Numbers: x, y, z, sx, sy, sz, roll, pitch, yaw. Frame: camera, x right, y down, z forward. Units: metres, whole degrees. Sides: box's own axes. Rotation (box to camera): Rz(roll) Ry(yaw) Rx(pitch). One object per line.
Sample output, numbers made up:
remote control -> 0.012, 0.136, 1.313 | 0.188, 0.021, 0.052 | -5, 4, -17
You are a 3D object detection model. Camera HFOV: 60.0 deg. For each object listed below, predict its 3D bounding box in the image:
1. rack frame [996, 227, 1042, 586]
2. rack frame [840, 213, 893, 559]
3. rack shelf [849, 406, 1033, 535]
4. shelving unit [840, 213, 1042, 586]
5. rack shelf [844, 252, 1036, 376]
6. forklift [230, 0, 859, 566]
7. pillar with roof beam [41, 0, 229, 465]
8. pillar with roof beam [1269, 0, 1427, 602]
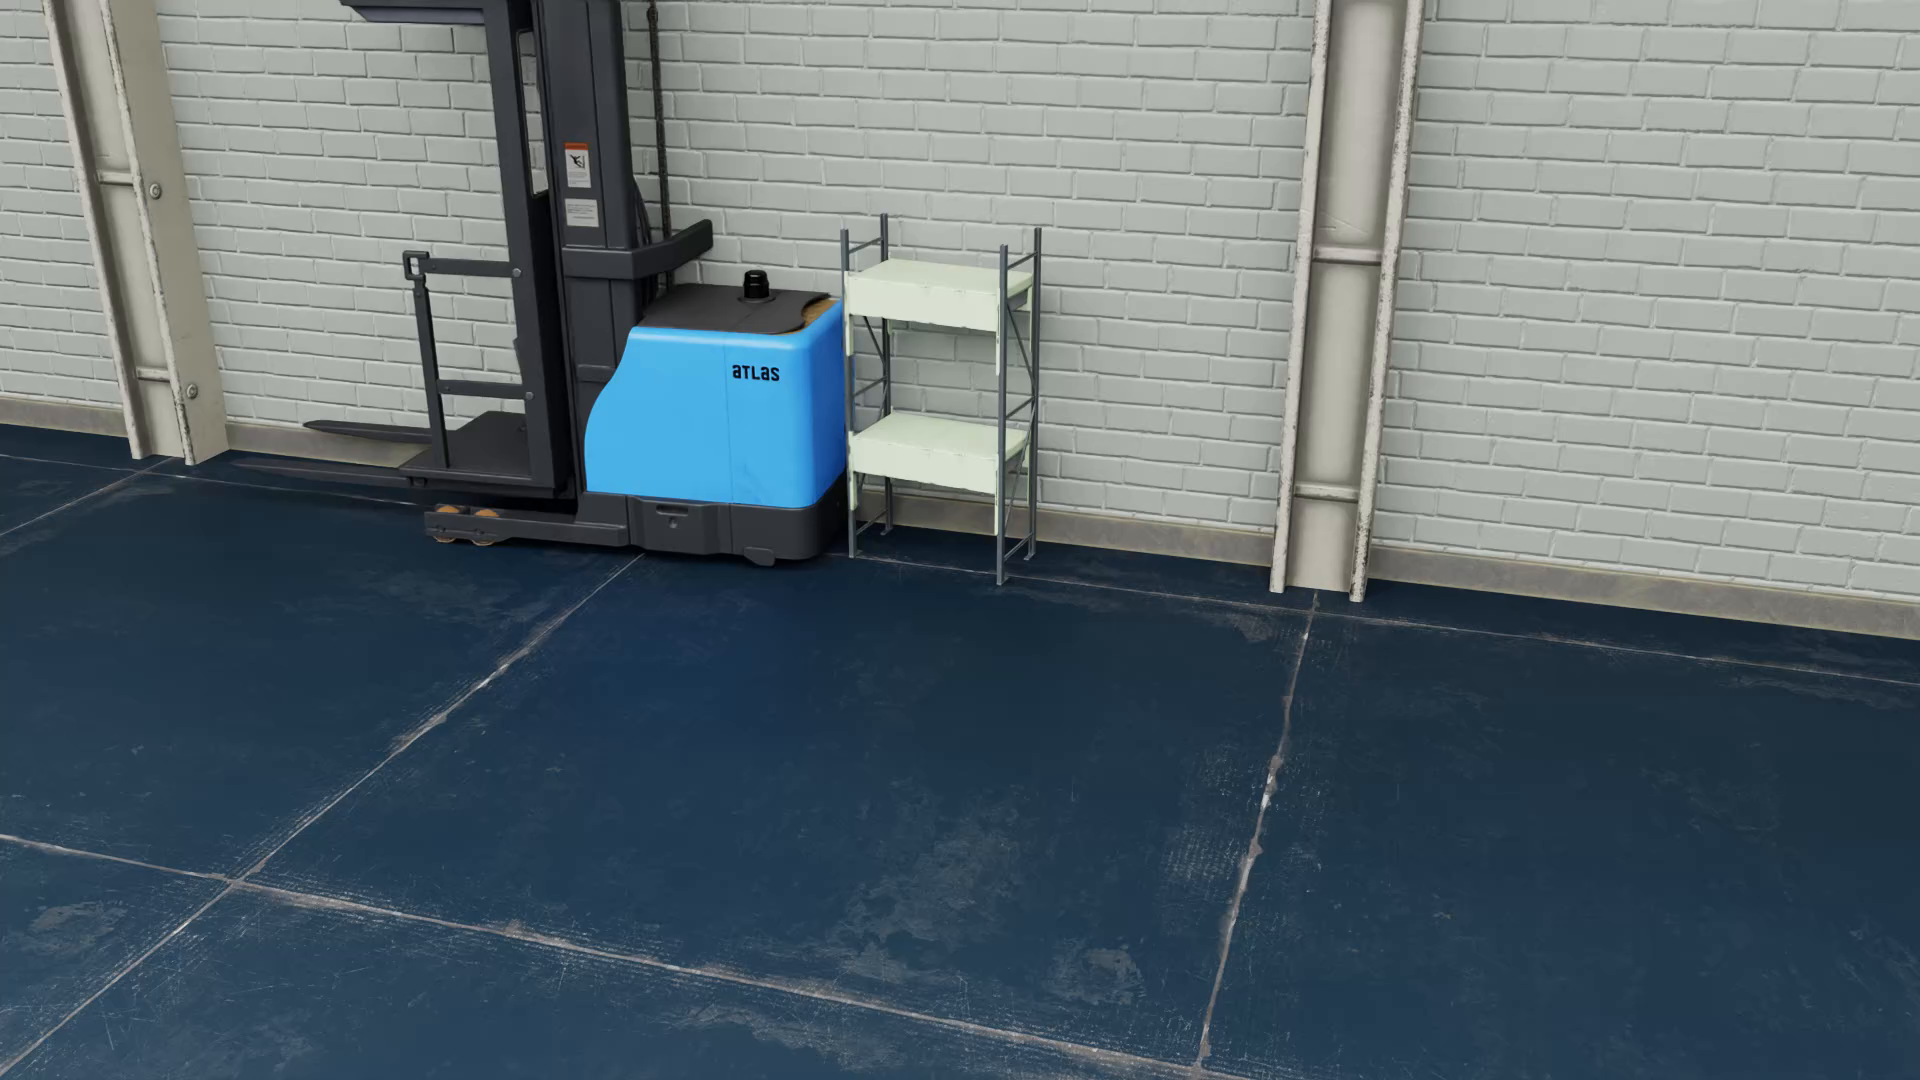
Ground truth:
rack frame -> 0.254, -0.563, 7.167 | 0.023, 1.500, 0.400 | 10, 24, 23
rack frame -> -0.411, -0.680, 7.450 | 0.023, 1.500, 0.400 | 10, 24, 23
rack shelf -> -0.079, -0.320, 7.433 | 0.720, 0.370, 0.431 | 10, 24, 23
shelving unit -> -0.079, -0.622, 7.309 | 0.755, 1.500, 0.431 | 10, 24, 23
rack shelf -> -0.079, -0.983, 7.161 | 0.720, 0.370, 0.431 | 10, 24, 23
forklift -> -2.005, -1.516, 7.603 | 3.031, 2.935, 1.130 | 5, 23, 12
pillar with roof beam -> -5.408, -3.068, 3.391 | 0.400, 9.000, 9.100 | 7, 23, 16
pillar with roof beam -> 0.336, -2.410, 1.788 | 0.400, 9.000, 9.100 | 7, 23, 16
